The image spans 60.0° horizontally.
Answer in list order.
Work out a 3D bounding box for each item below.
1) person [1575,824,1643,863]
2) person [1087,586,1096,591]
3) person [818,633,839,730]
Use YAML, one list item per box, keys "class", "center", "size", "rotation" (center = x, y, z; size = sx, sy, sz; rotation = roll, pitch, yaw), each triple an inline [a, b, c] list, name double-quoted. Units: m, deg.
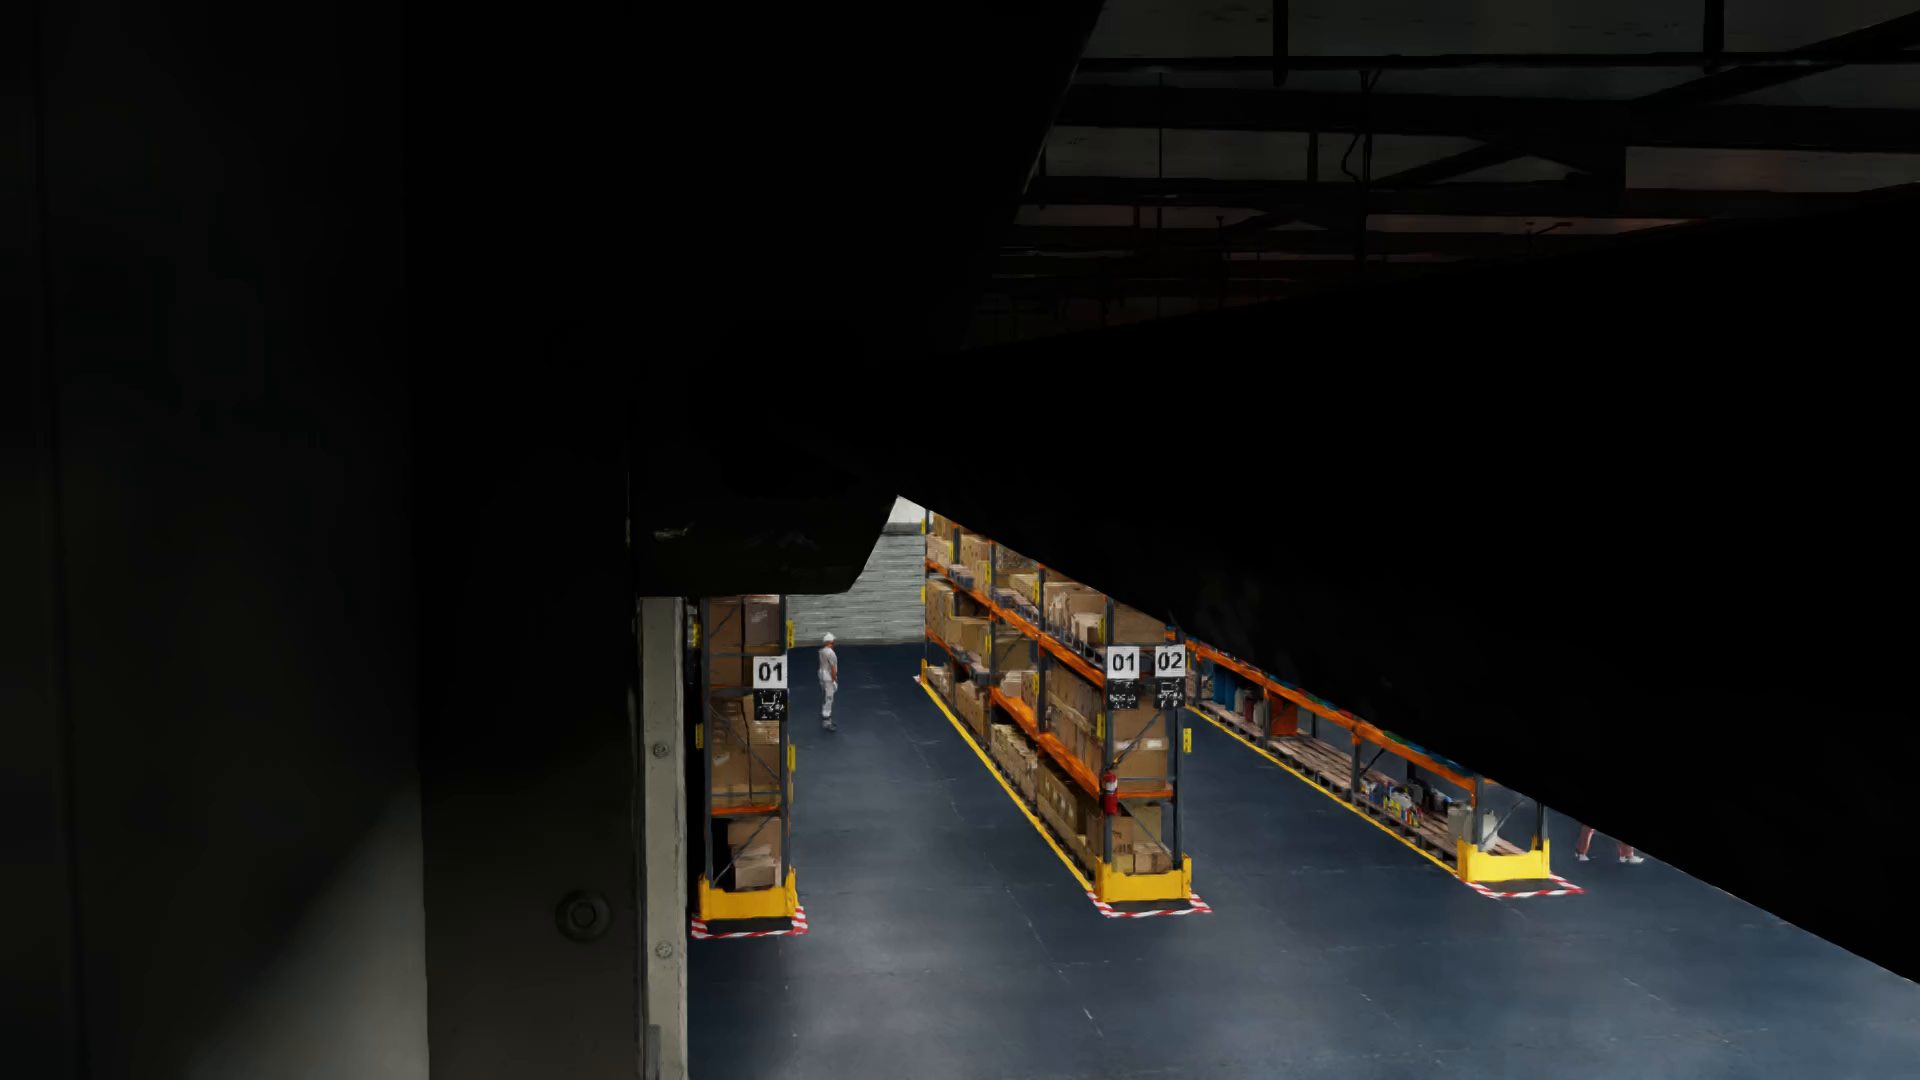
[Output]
- class: "person"
  center: [8.715, 3.549, 22.411]
  size: [0.612, 1.614, 0.774]
  rotation: [-3, 6, -30]
- class: "person"
  center: [3.216, 1.963, 39.478]
  size: [0.533, 1.771, 0.749]
  rotation: [-5, 7, -44]
- class: "person"
  center: [-2.447, 2.651, 31.460]
  size: [0.468, 1.794, 0.625]
  rotation: [-3, 6, -29]
